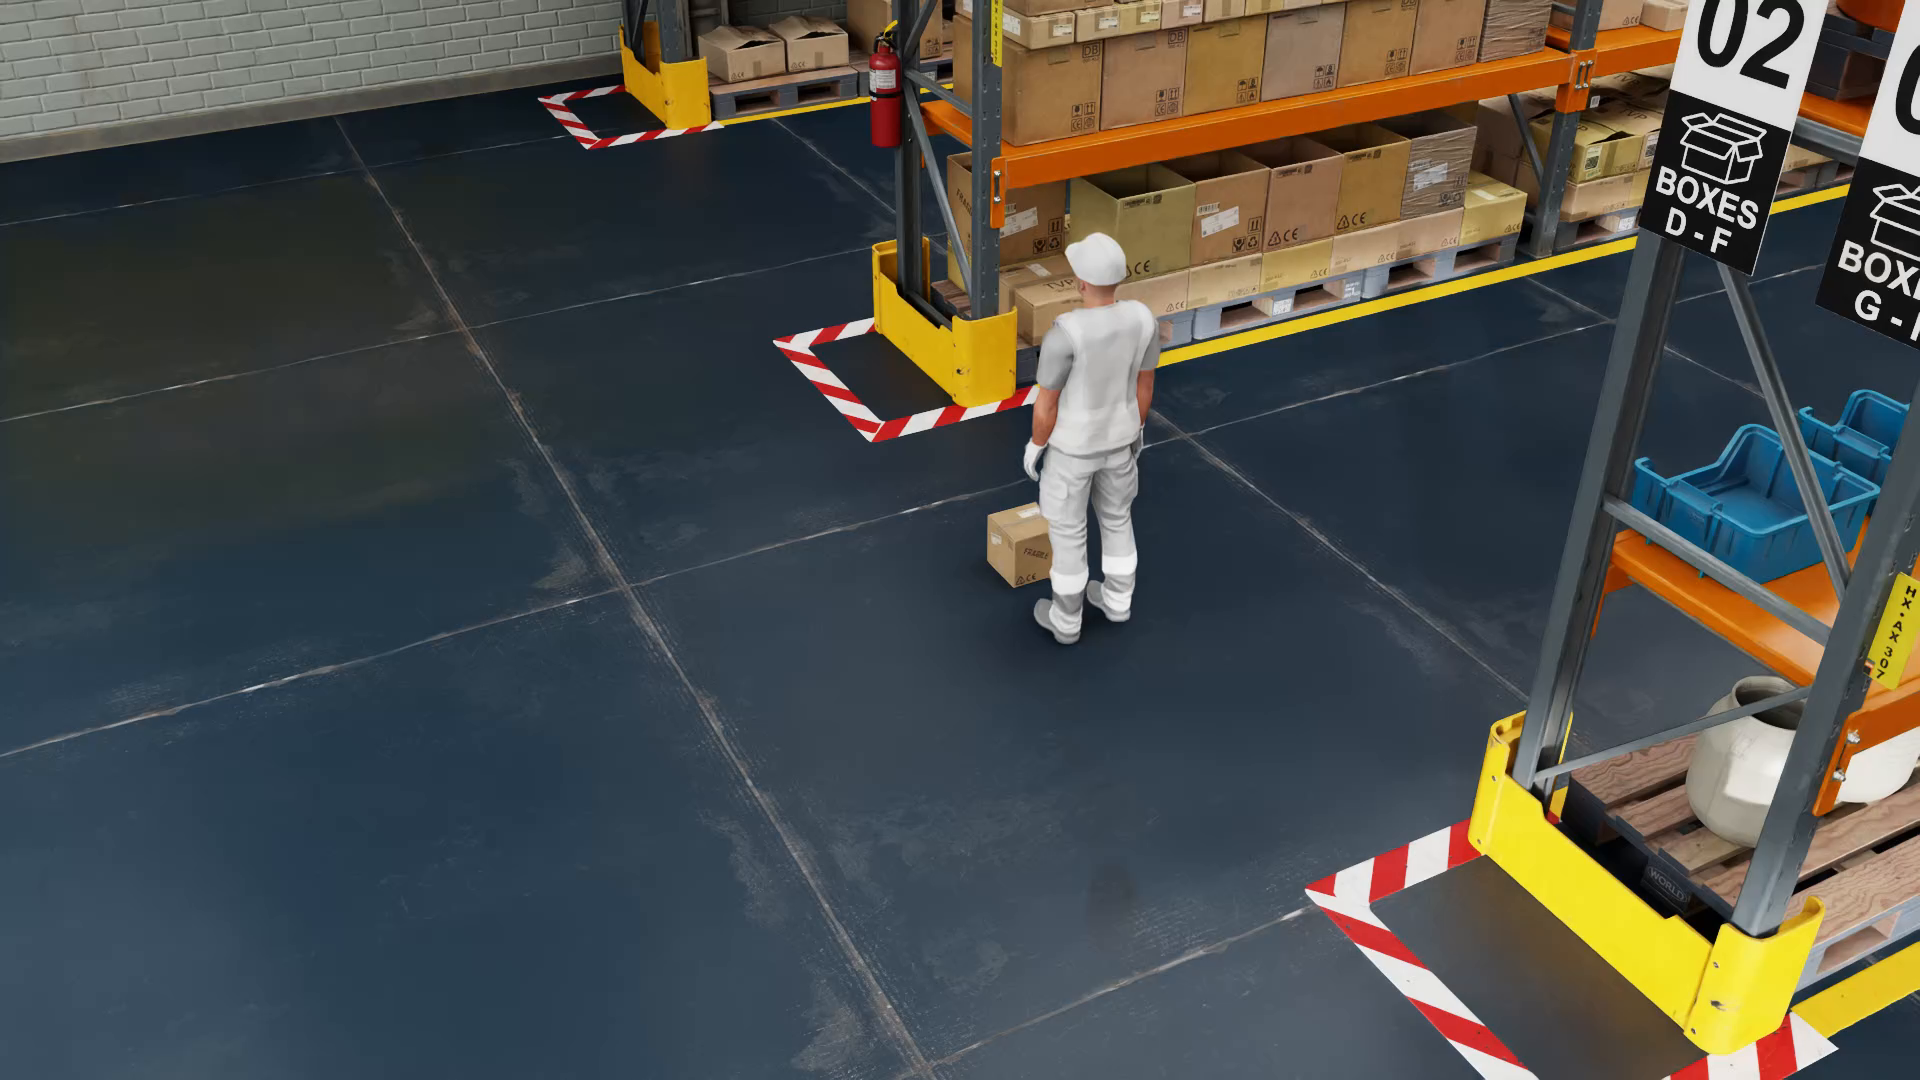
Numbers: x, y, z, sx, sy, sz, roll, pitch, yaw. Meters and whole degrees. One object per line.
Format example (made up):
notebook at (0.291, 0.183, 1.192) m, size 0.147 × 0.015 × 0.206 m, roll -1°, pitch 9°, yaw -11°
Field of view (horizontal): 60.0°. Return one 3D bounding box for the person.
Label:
person at (0.511, -0.404, 6.741) m, size 0.525 × 1.794 × 0.366 m, roll -15°, pitch 36°, yaw -22°
